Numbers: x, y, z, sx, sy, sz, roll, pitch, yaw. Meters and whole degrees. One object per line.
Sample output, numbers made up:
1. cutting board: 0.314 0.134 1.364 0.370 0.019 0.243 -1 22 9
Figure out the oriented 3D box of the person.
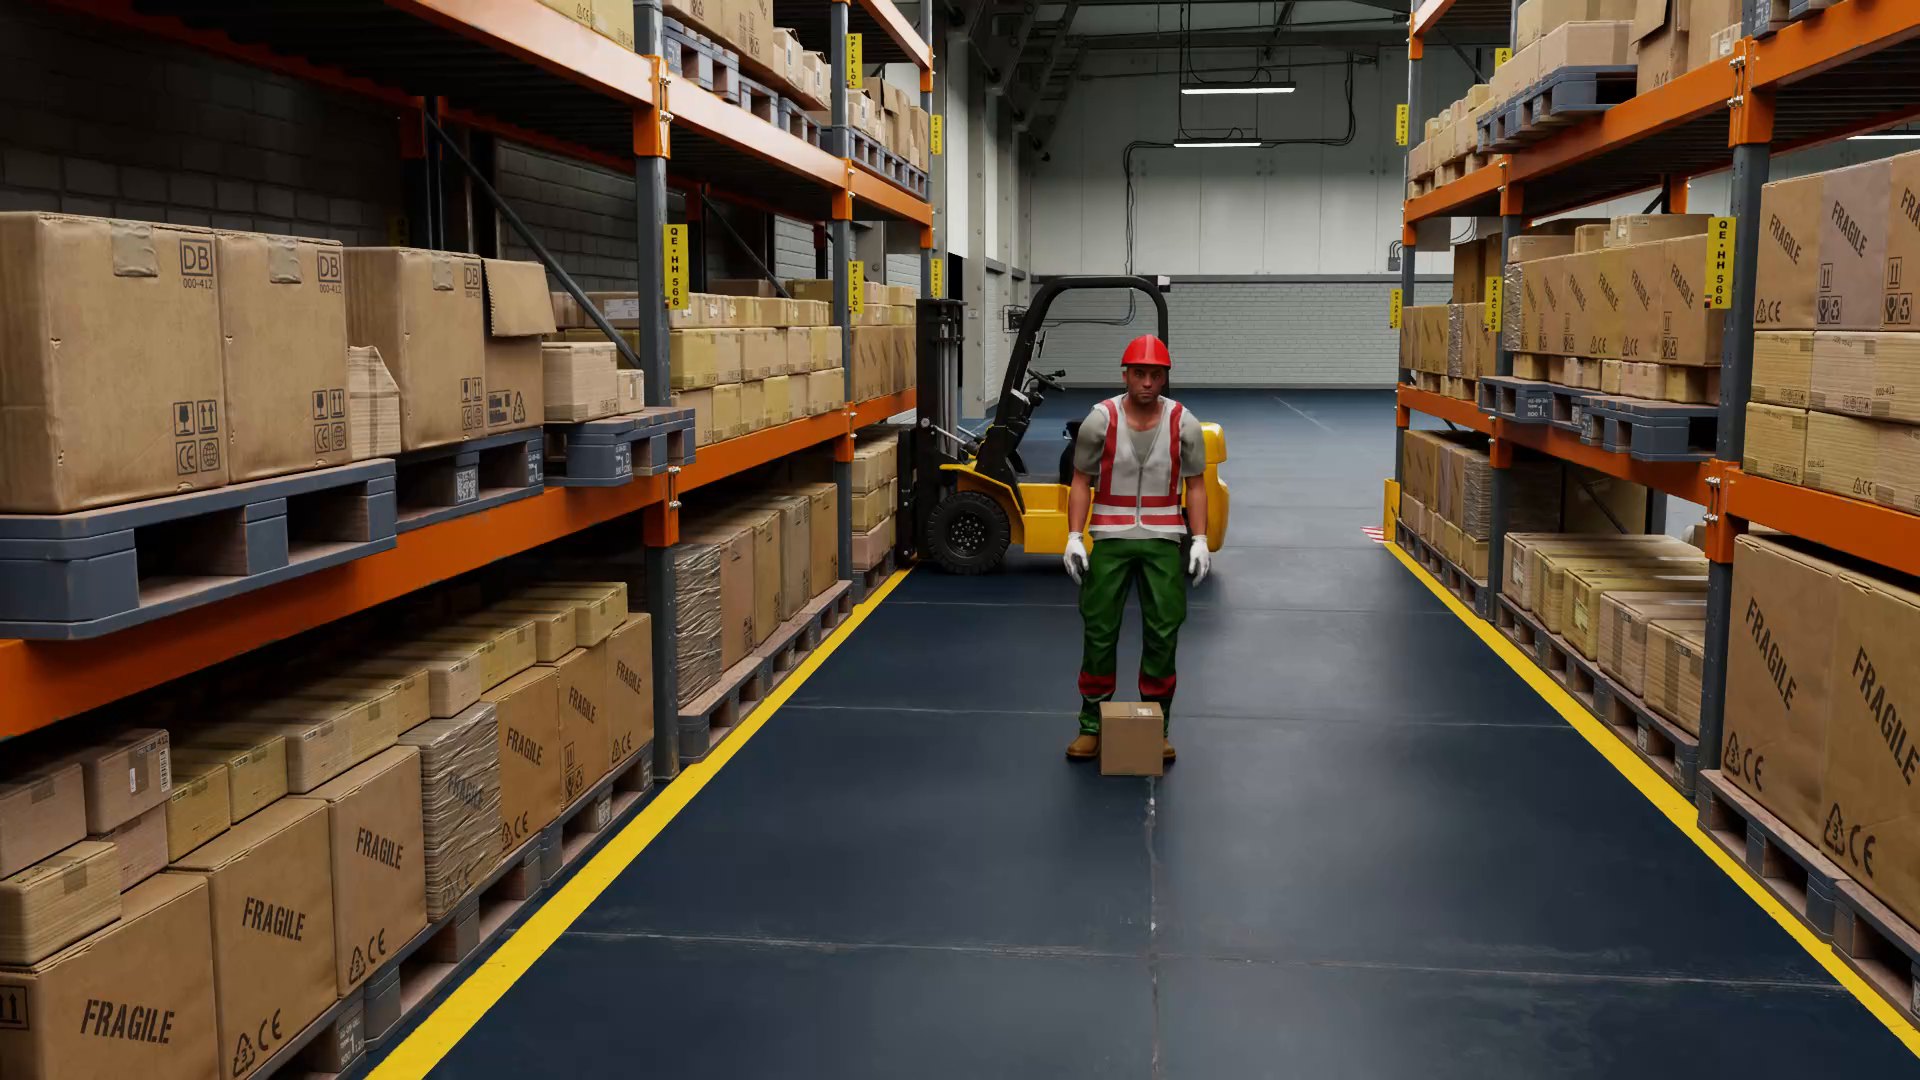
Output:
1. person: 0.745 0.032 6.982 0.620 1.780 0.446 0 8 3
